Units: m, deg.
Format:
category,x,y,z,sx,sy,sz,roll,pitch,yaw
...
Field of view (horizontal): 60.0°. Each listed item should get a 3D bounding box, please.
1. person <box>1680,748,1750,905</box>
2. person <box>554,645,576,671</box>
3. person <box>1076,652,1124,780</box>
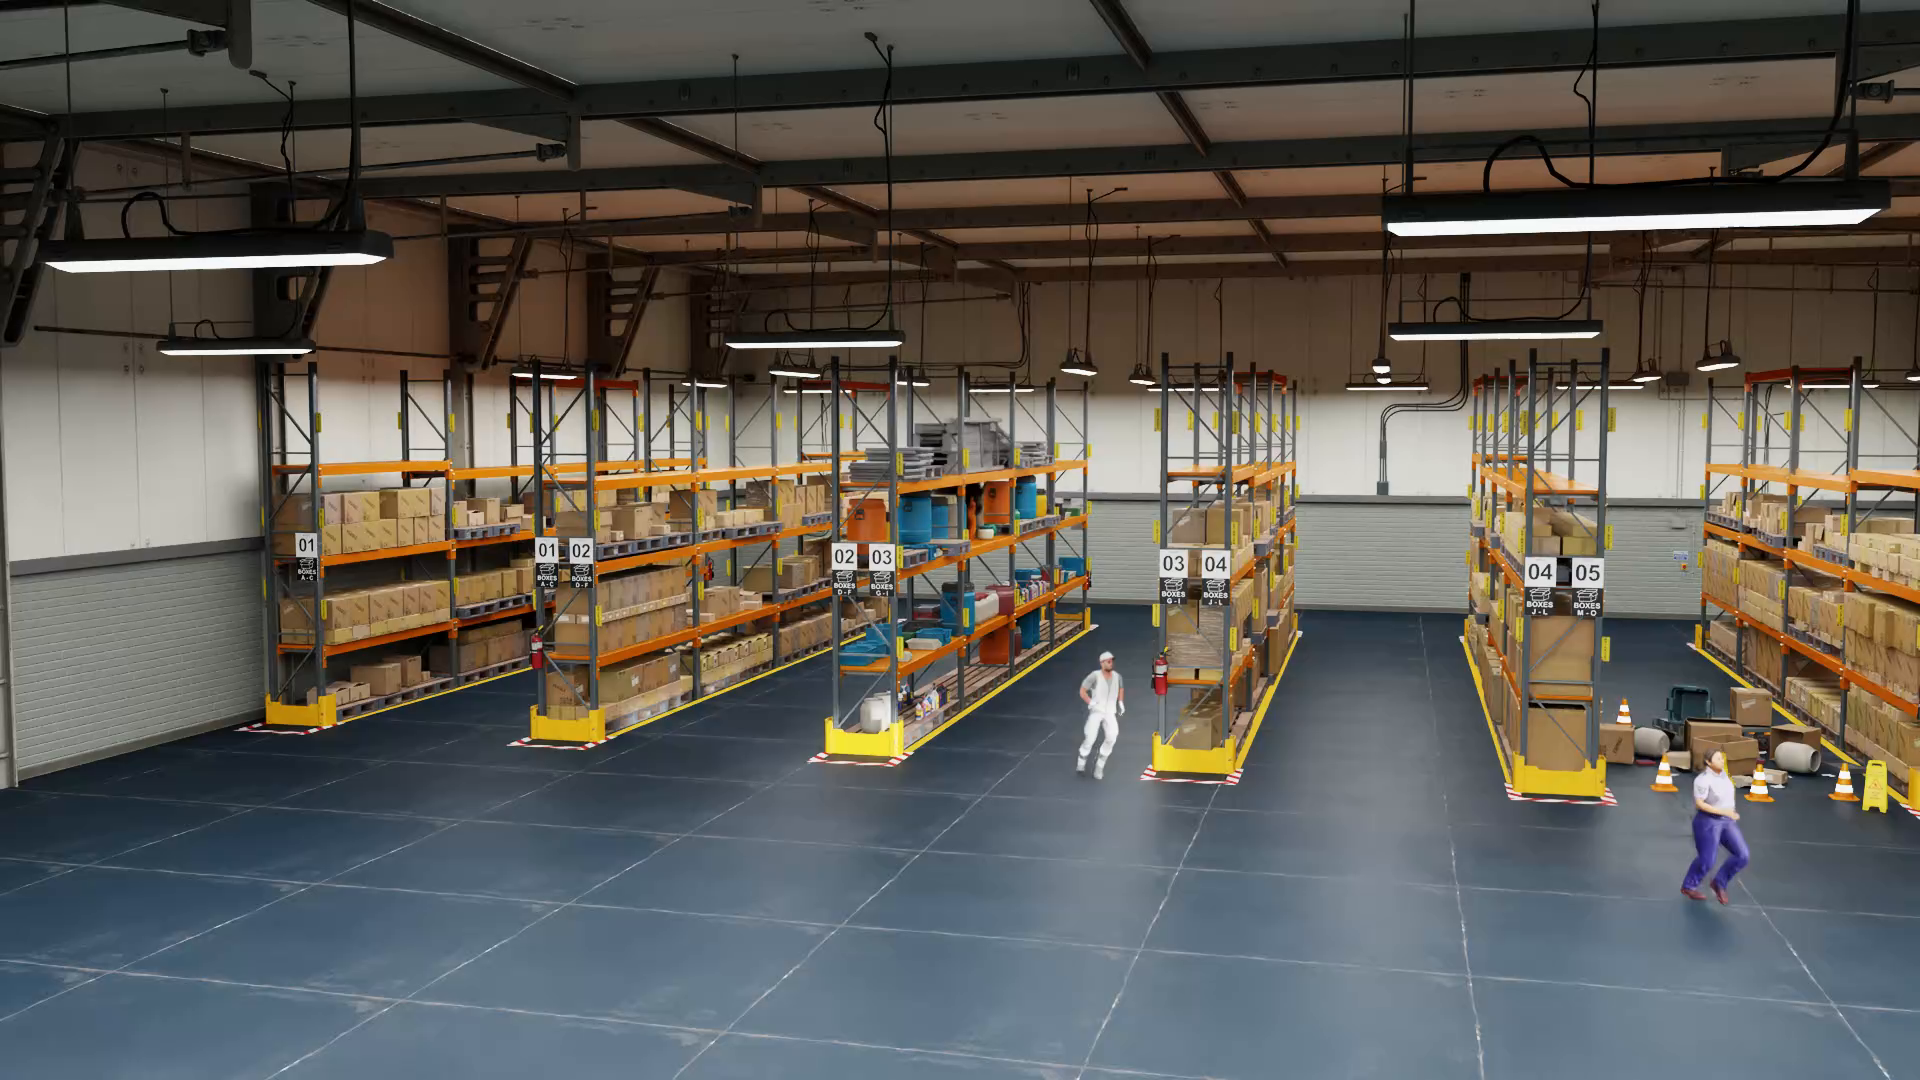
category,x,y,z,sx,sy,sz,roll,pitch,yaw
person,7.855,2.980,17.302,0.605,1.646,0.646,-2,5,-29
person,-7.349,1.982,31.199,0.615,1.658,0.530,0,4,1
person,2.032,2.473,23.575,0.717,1.783,0.679,-1,4,-14
